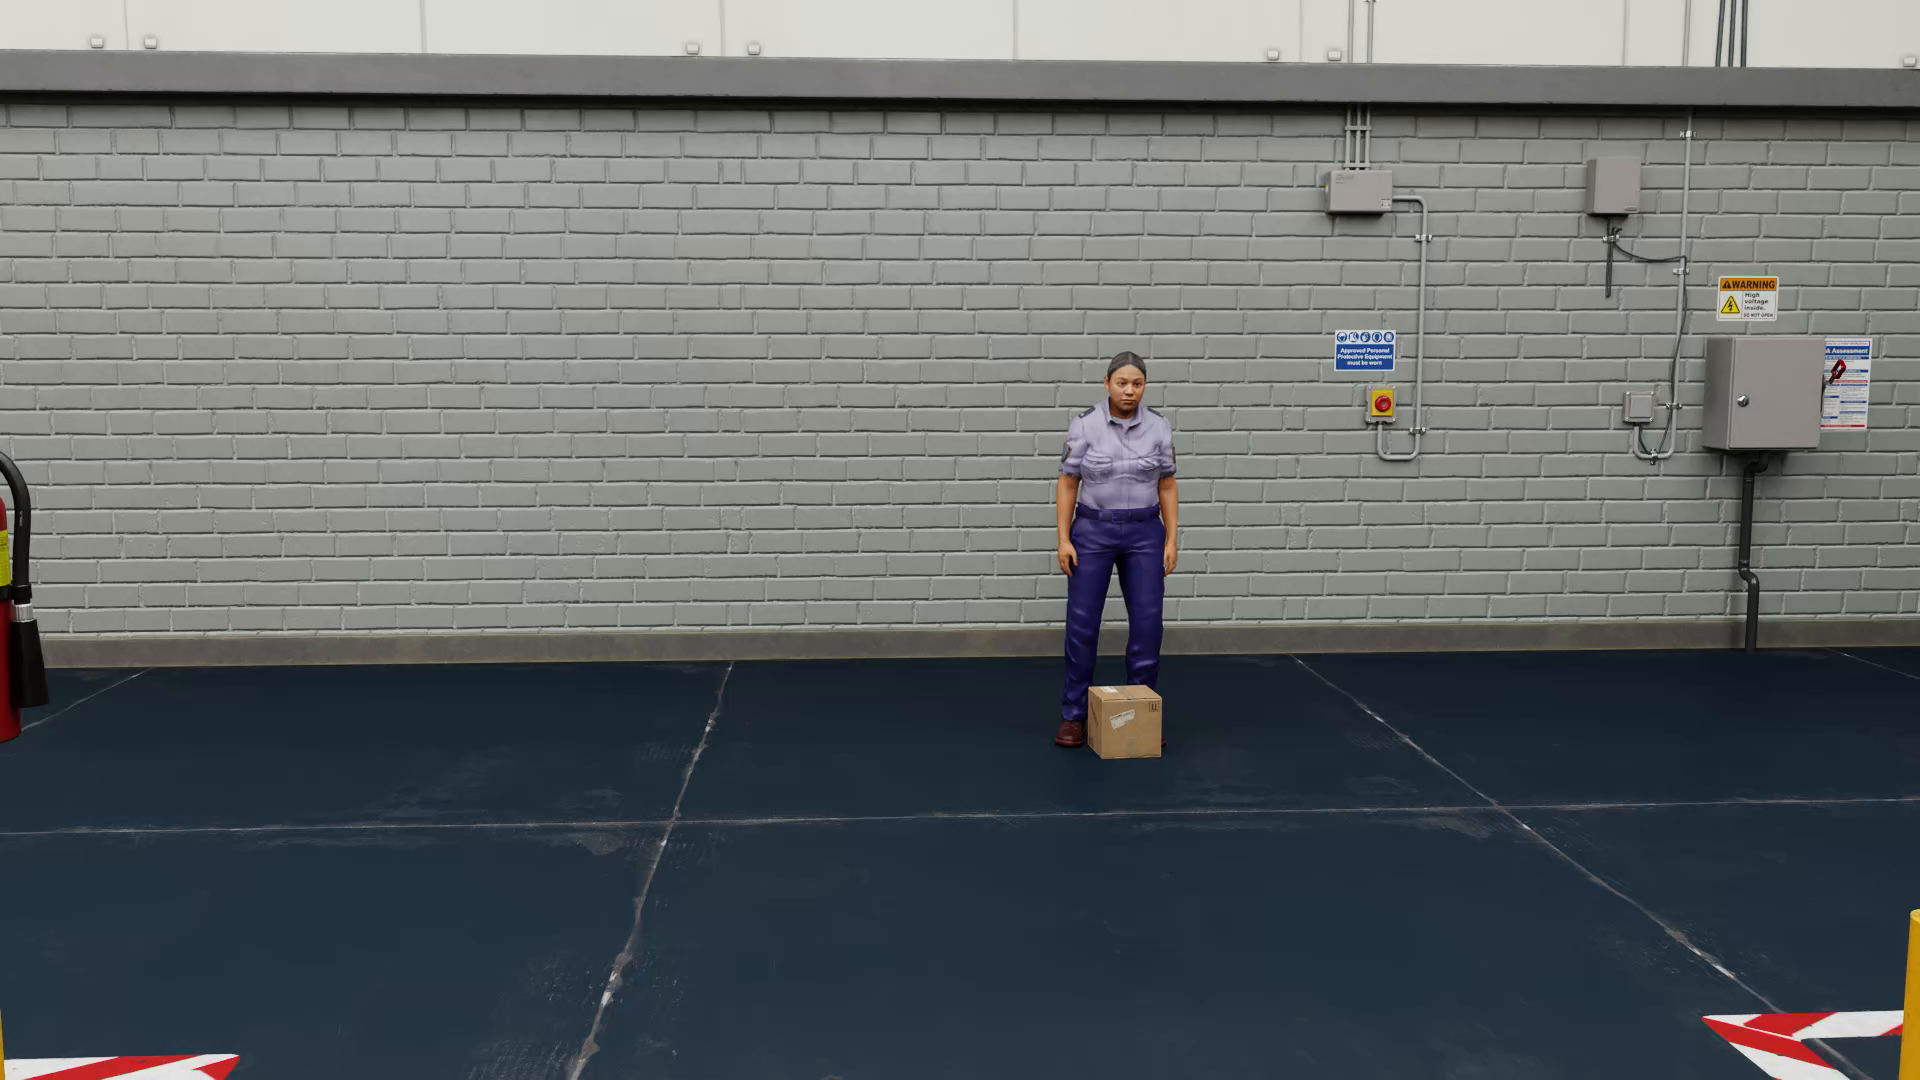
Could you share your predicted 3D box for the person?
[{"bbox_3d":[0.664,0.034,7.025,0.537,1.647,0.417,0,7,-4],"label":"person"}]
